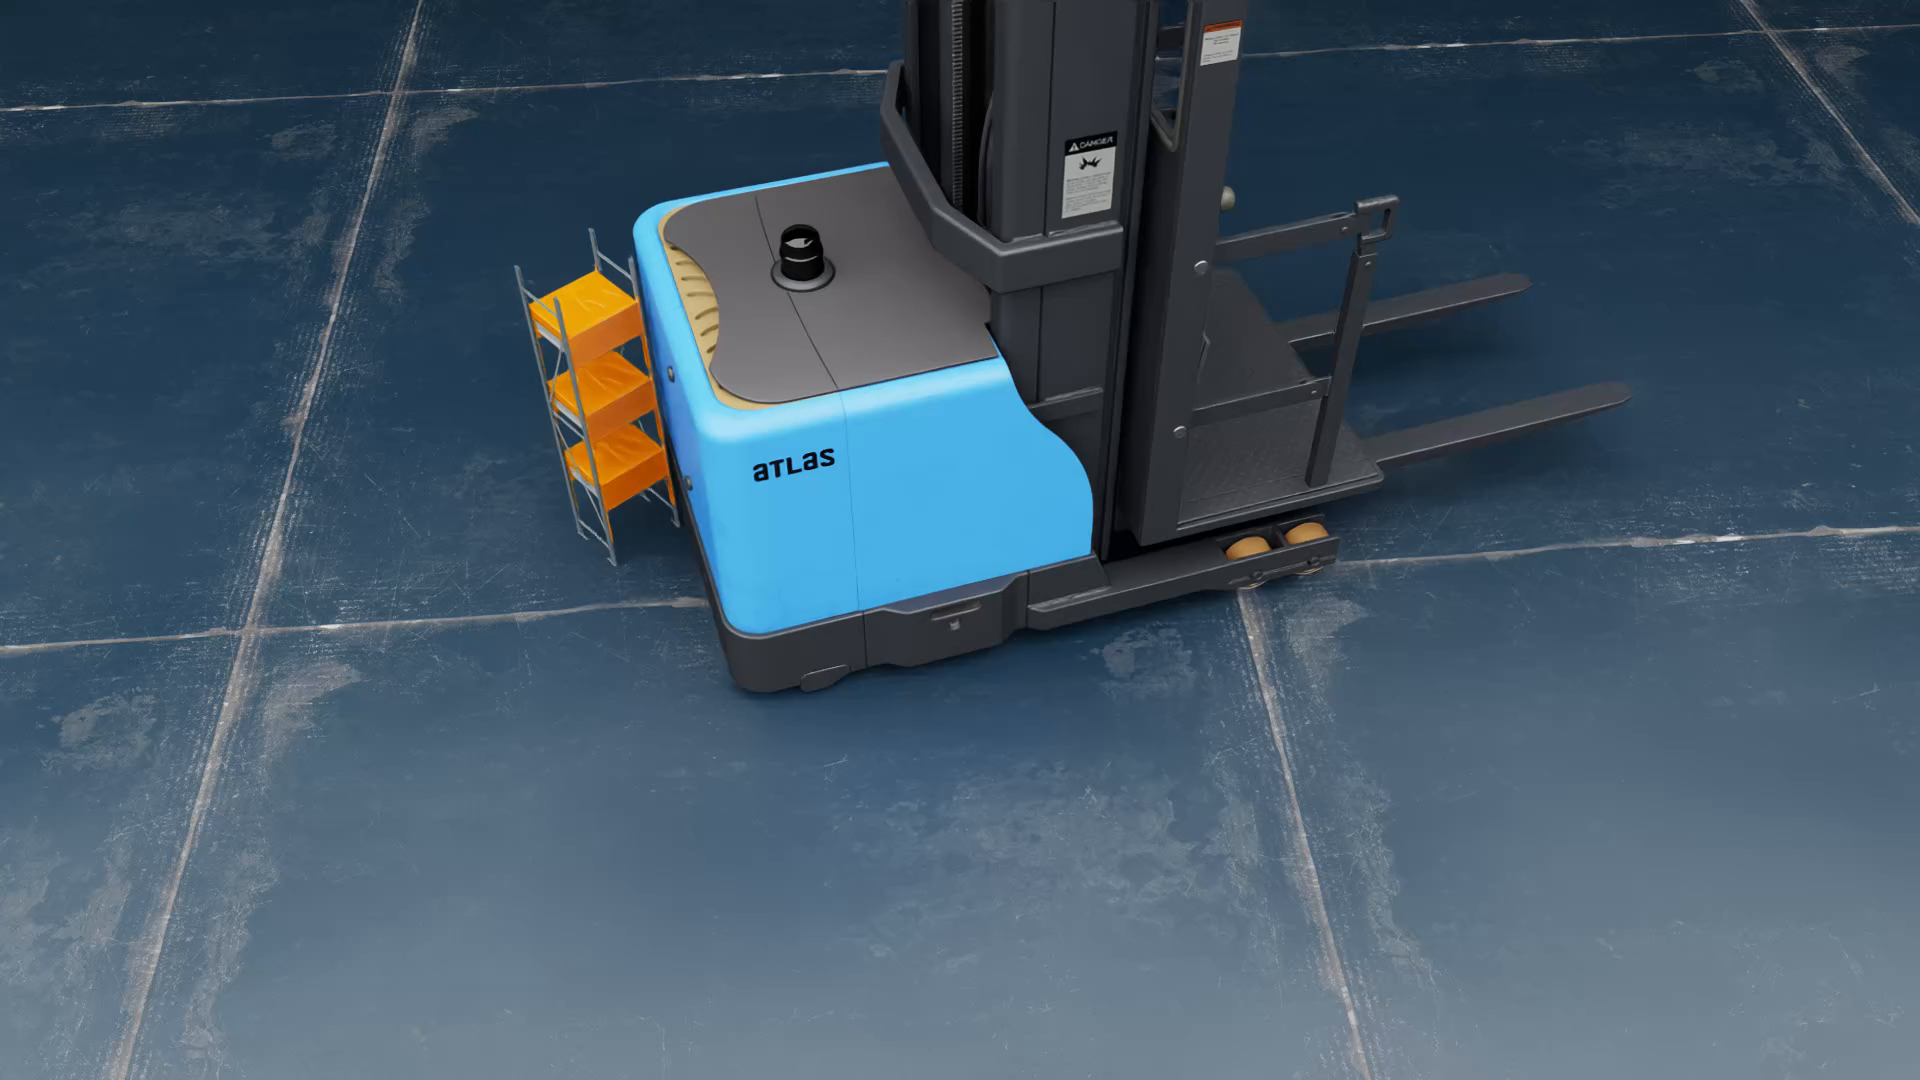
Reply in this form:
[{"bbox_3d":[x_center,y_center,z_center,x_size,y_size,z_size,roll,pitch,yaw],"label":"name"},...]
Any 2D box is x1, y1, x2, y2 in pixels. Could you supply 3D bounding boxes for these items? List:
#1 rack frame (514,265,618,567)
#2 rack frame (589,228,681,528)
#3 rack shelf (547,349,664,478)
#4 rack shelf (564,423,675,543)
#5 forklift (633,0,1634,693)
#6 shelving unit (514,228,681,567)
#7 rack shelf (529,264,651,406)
[{"bbox_3d":[-1.136,-0.330,4.840,0.008,1.050,0.200,-35,56,-28],"label":"rack frame"},{"bbox_3d":[-0.960,-0.453,4.956,0.008,1.050,0.200,-35,56,-28],"label":"rack frame"},{"bbox_3d":[-1.048,-0.385,4.906,0.240,0.259,0.215,-35,56,-28],"label":"rack shelf"},{"bbox_3d":[-1.048,-0.193,5.107,0.240,0.259,0.215,-35,56,-28],"label":"rack shelf"},{"bbox_3d":[0.645,-1.209,4.376,3.031,2.935,1.130,-13,48,-12],"label":"forklift"},{"bbox_3d":[-1.048,-0.392,4.898,0.252,1.050,0.215,-35,56,-28],"label":"shelving unit"},{"bbox_3d":[-1.048,-0.580,4.700,0.240,0.259,0.215,-35,56,-28],"label":"rack shelf"}]
